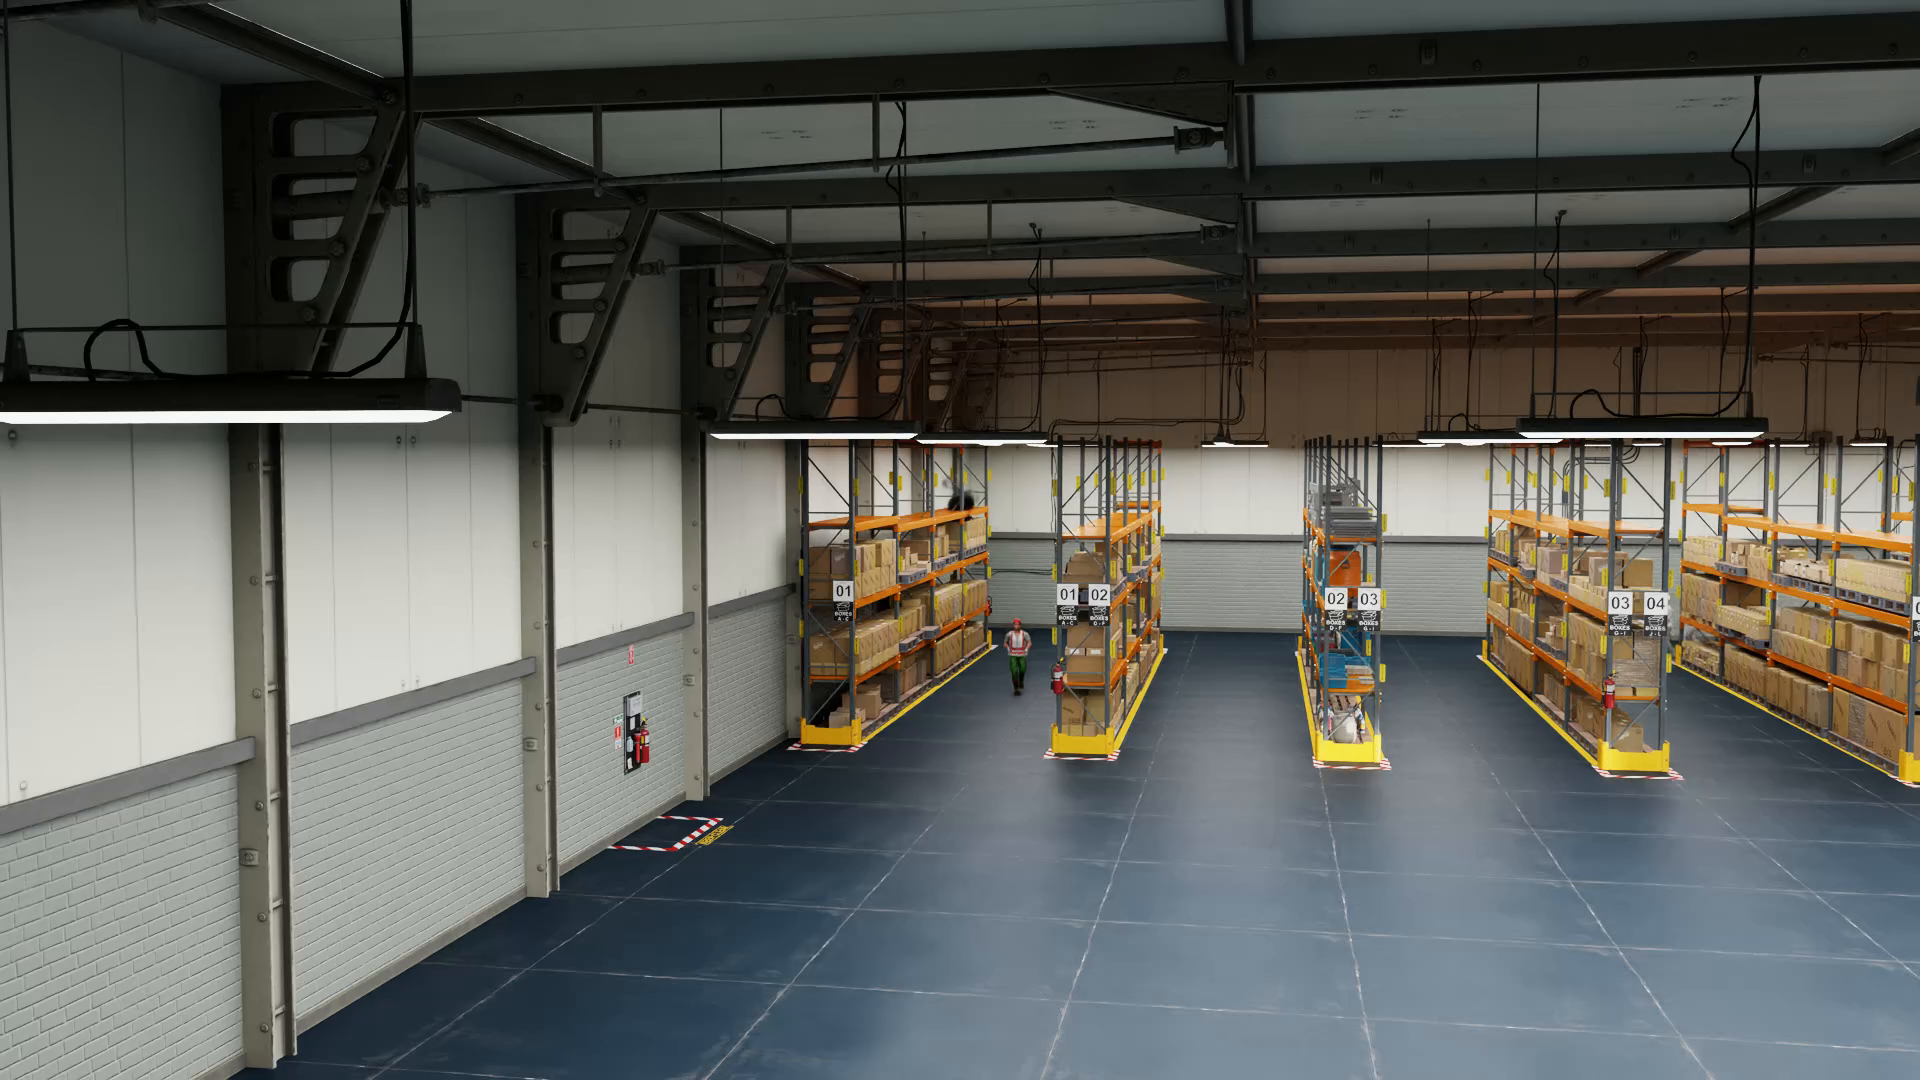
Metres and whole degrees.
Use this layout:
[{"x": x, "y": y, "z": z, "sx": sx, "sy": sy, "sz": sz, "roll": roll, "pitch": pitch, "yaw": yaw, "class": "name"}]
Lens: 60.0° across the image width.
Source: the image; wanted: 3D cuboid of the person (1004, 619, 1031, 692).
[{"x": 1.354, "y": 2.729, "z": 39.168, "sx": 0.649, "sy": 1.740, "sz": 0.601, "roll": 0, "pitch": 3, "yaw": 0, "class": "person"}]

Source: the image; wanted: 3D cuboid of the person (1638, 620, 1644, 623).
[{"x": 17.615, "y": 2.599, "z": 42.751, "sx": 0.615, "sy": 1.690, "sz": 0.673, "roll": 1, "pitch": 3, "yaw": 17, "class": "person"}]

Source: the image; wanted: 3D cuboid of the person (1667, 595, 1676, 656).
[{"x": 19.382, "y": 2.376, "z": 45.817, "sx": 0.690, "sy": 1.787, "sz": 0.660, "roll": 0, "pitch": 3, "yaw": -2, "class": "person"}]

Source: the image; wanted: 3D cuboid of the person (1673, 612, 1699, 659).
[{"x": 20.021, "y": 2.377, "z": 45.564, "sx": 0.893, "sy": 1.810, "sz": 0.669, "roll": 1, "pitch": 3, "yaw": 13, "class": "person"}]
